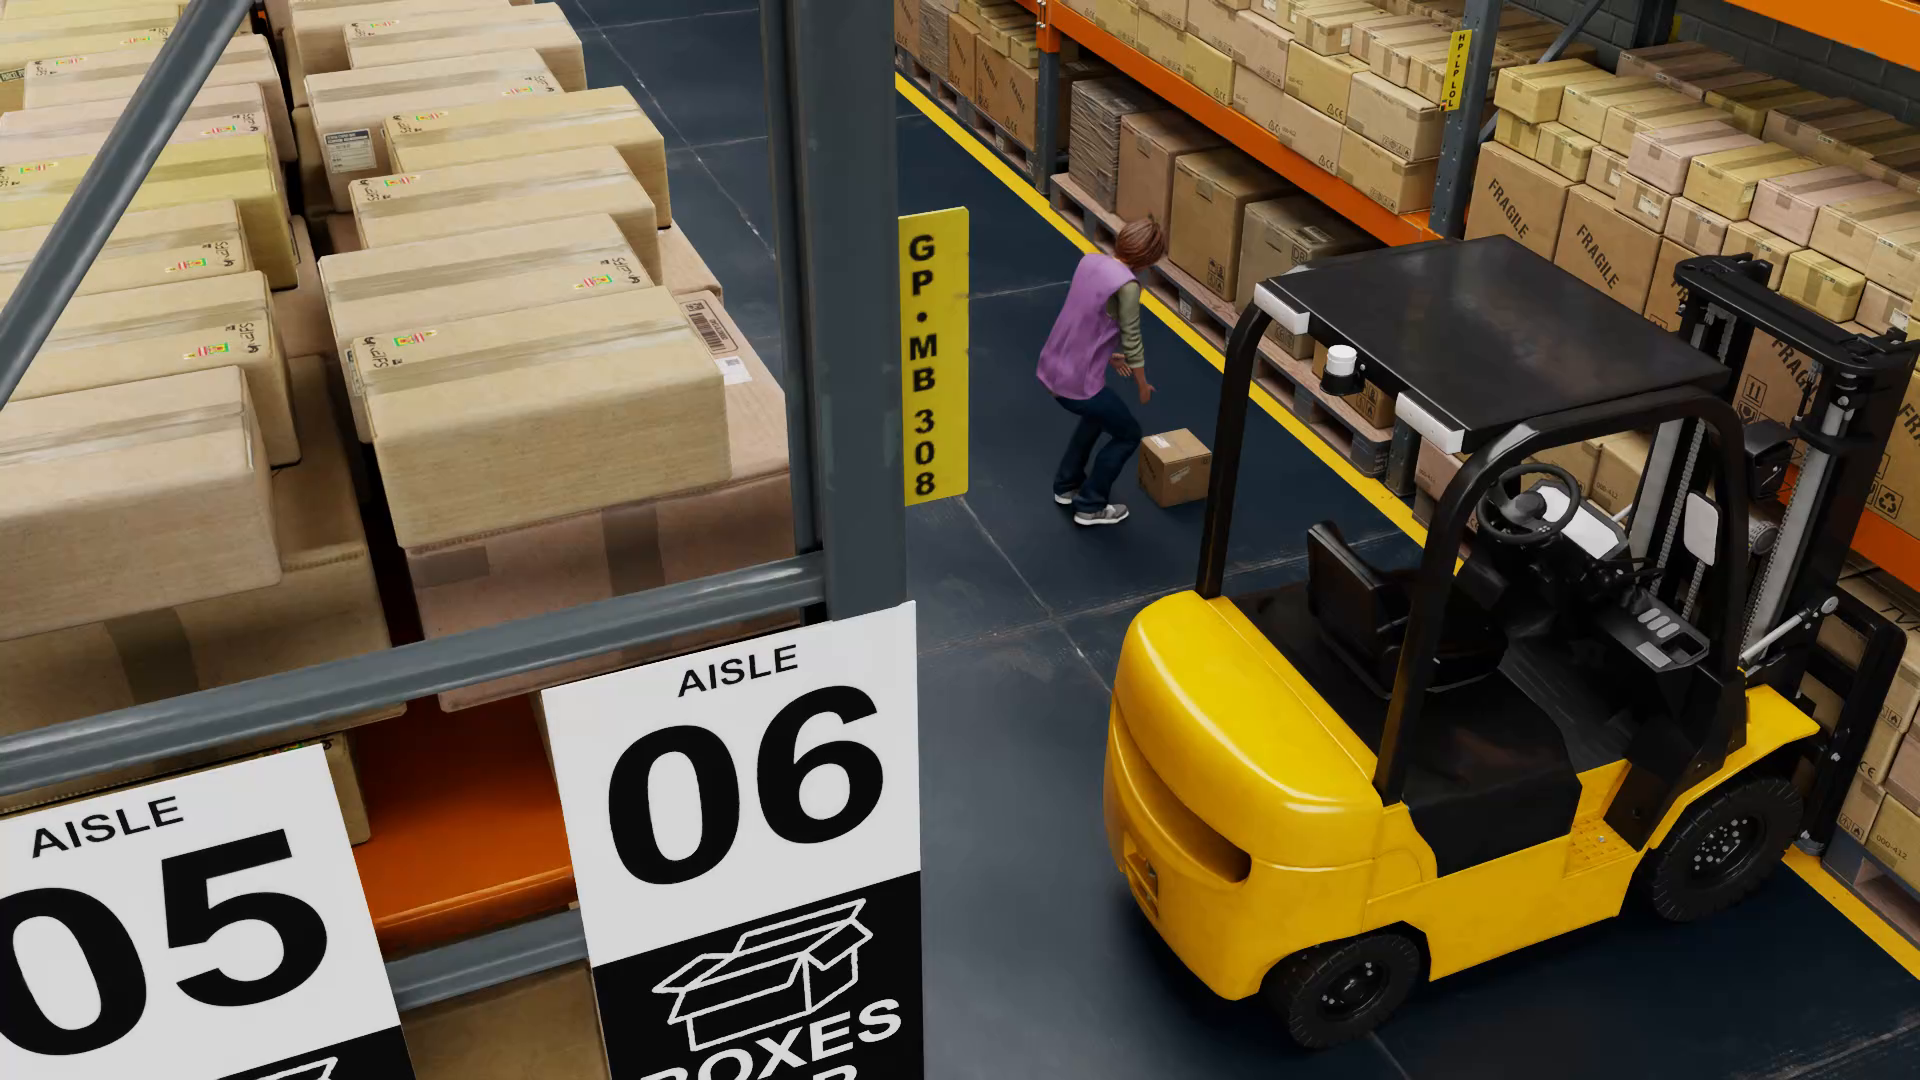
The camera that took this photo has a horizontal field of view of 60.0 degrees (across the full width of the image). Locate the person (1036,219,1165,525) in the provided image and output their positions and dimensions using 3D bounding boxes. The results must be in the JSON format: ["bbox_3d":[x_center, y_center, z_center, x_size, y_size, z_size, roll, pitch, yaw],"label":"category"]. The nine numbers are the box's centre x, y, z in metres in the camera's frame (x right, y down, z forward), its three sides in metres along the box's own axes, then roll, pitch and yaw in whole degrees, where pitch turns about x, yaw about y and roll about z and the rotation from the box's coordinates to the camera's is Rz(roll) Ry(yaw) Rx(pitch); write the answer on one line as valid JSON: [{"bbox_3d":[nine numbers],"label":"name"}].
[{"bbox_3d":[0.615,-0.744,7.442,0.581,1.400,0.458,-13,36,-18],"label":"person"}]
